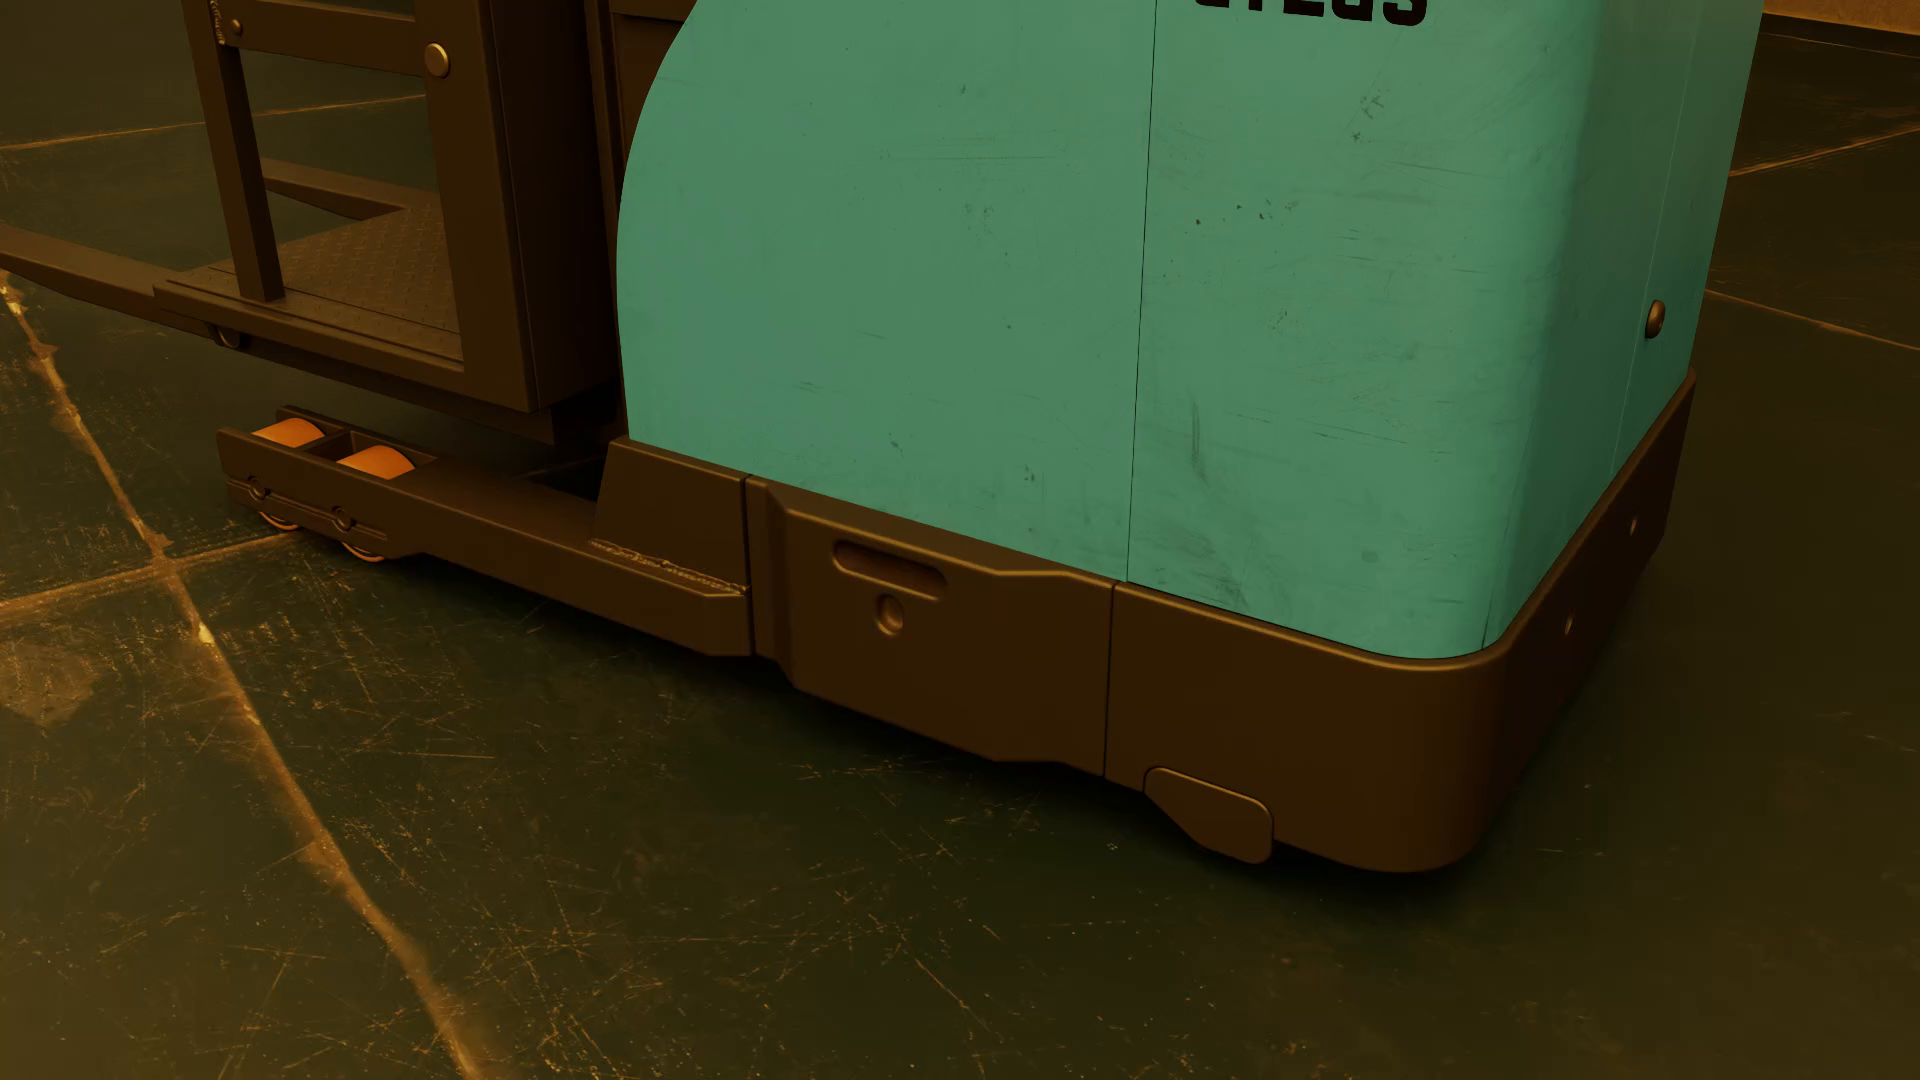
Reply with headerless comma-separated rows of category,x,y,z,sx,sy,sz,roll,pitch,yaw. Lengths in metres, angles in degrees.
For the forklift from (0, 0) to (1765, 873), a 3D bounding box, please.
forklift,-0.511,-1.459,2.139,3.031,2.935,1.130,16,31,29
